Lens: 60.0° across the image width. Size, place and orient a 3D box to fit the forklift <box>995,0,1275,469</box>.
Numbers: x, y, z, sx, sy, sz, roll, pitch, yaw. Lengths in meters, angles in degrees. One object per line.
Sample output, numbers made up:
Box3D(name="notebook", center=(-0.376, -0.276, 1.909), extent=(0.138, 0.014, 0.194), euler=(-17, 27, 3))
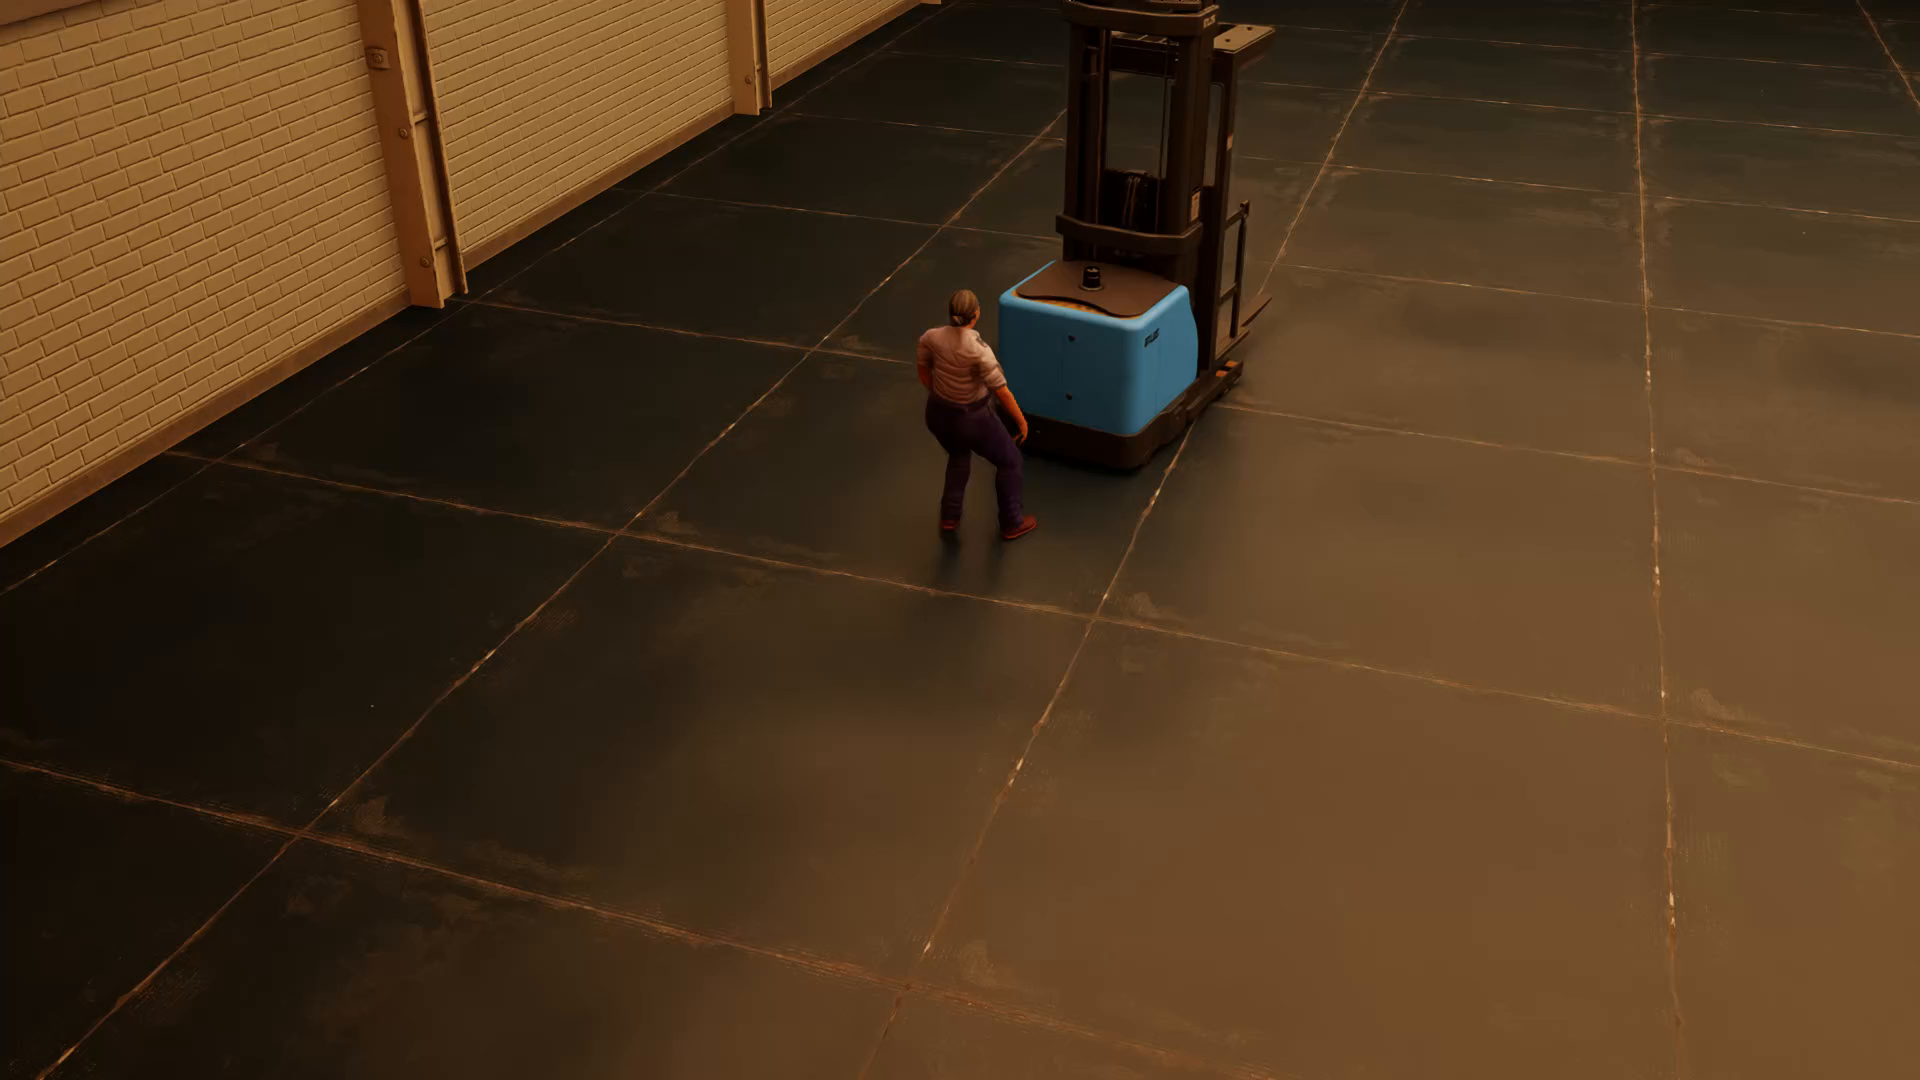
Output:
Box3D(name="forklift", center=(1.401, -2.426, 11.393), extent=(1.130, 2.935, 3.031), euler=(16, 33, 26))

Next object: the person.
Box3D(name="person", center=(0.119, -0.763, 9.824), extent=(0.662, 1.596, 0.541), euler=(20, 35, 31))
